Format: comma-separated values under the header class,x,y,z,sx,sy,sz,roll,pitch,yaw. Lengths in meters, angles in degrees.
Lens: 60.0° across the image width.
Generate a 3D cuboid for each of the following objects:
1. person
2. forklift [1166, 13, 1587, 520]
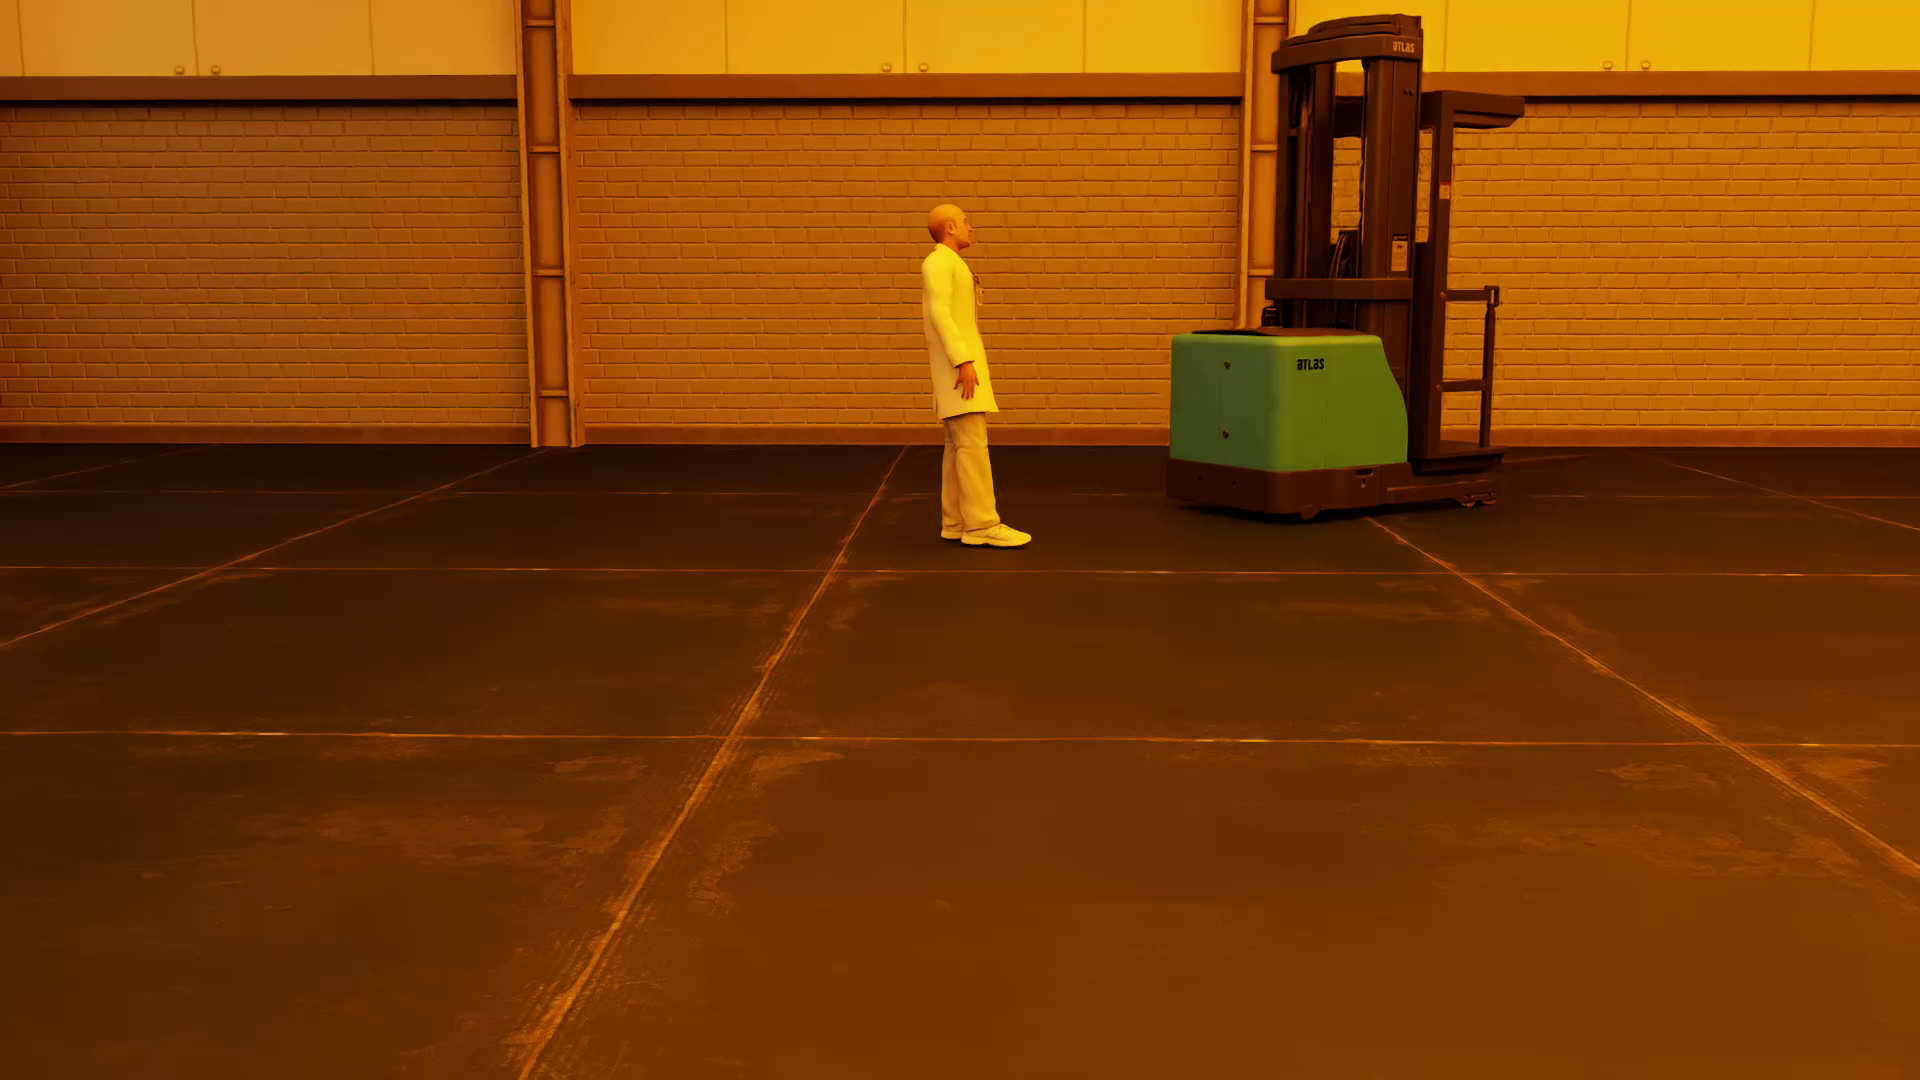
class,x,y,z,sx,sy,sz,roll,pitch,yaw
person,0.091,-0.885,8.861,0.578,1.777,0.696,0,9,1
forklift,2.789,-1.712,10.502,3.031,2.935,1.130,-6,10,-33
